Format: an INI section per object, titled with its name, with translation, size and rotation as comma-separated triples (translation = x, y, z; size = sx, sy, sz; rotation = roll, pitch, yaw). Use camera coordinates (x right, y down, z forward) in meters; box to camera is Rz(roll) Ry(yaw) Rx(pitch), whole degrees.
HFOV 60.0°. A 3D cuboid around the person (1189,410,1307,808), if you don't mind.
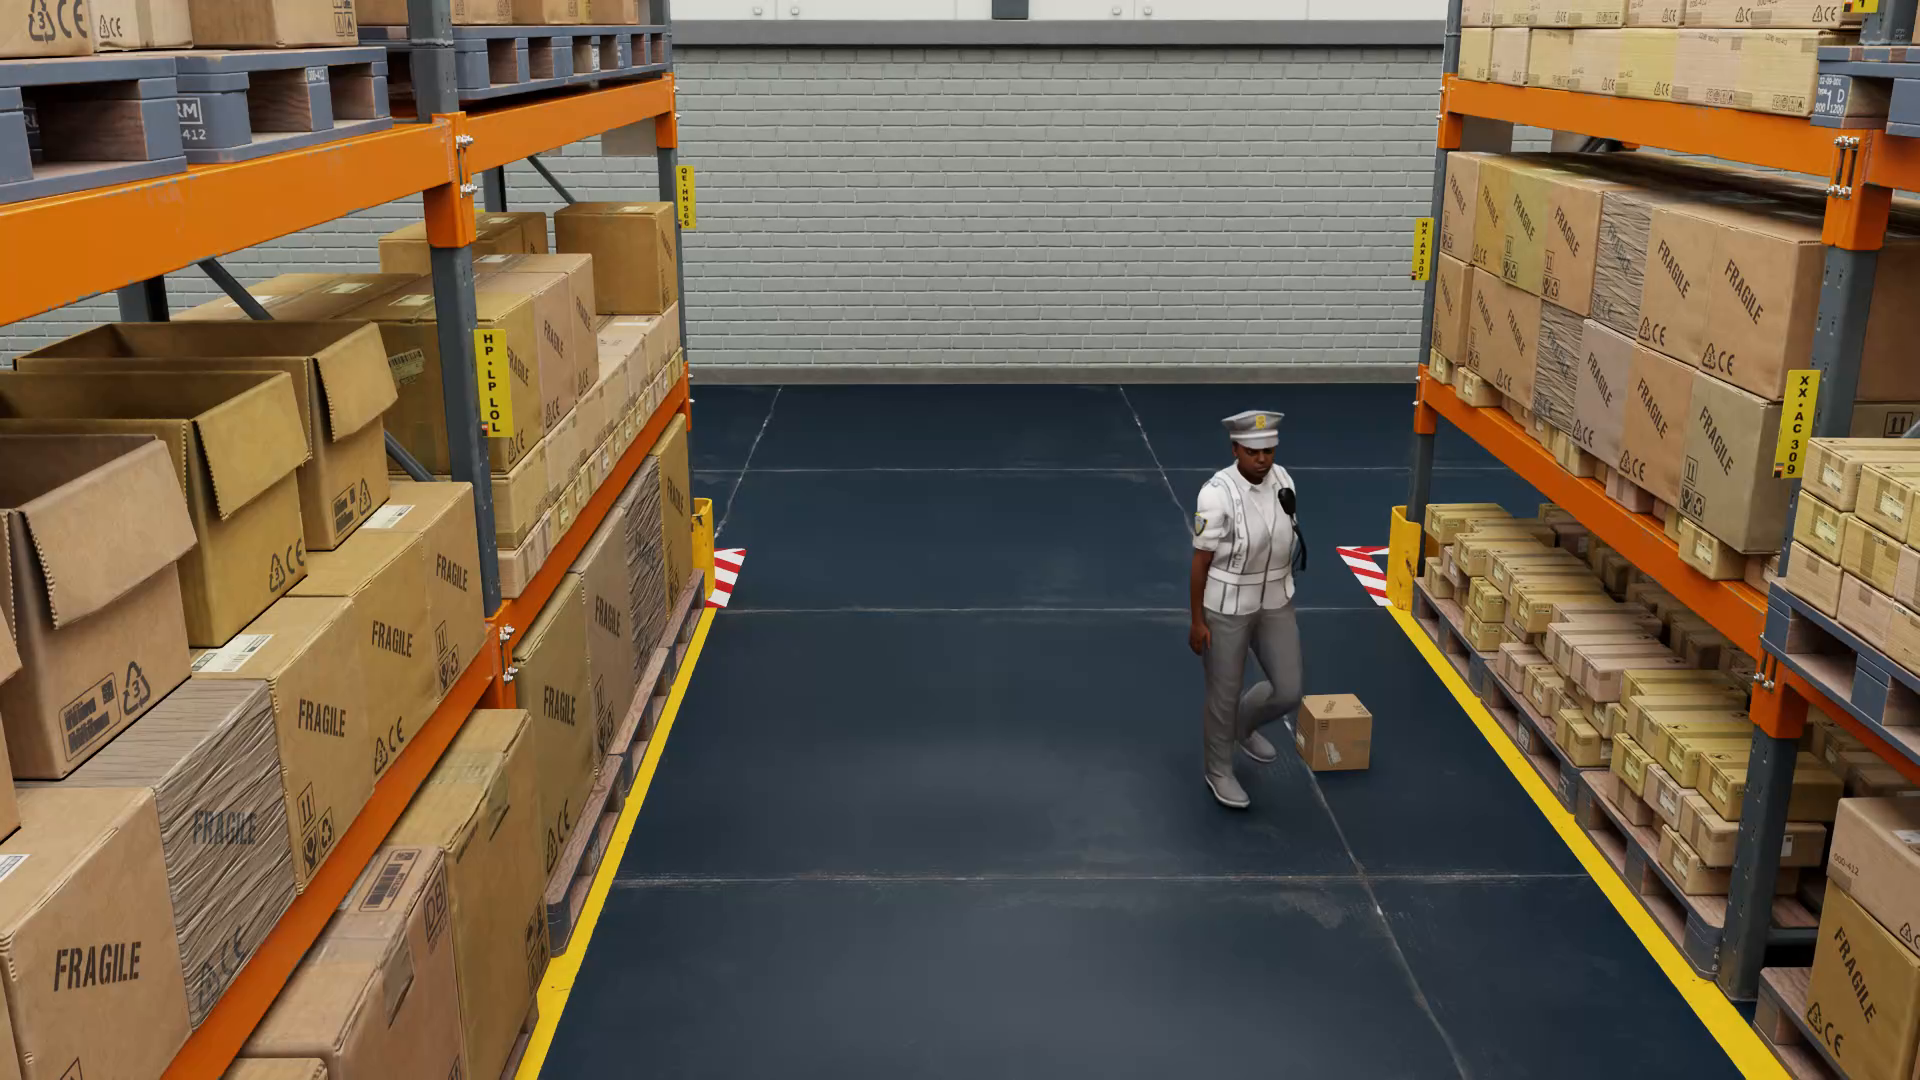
[person]
translation = 1.130, 0.256, 6.673
size = 0.522, 1.672, 0.492
rotation = -7, 19, -21
